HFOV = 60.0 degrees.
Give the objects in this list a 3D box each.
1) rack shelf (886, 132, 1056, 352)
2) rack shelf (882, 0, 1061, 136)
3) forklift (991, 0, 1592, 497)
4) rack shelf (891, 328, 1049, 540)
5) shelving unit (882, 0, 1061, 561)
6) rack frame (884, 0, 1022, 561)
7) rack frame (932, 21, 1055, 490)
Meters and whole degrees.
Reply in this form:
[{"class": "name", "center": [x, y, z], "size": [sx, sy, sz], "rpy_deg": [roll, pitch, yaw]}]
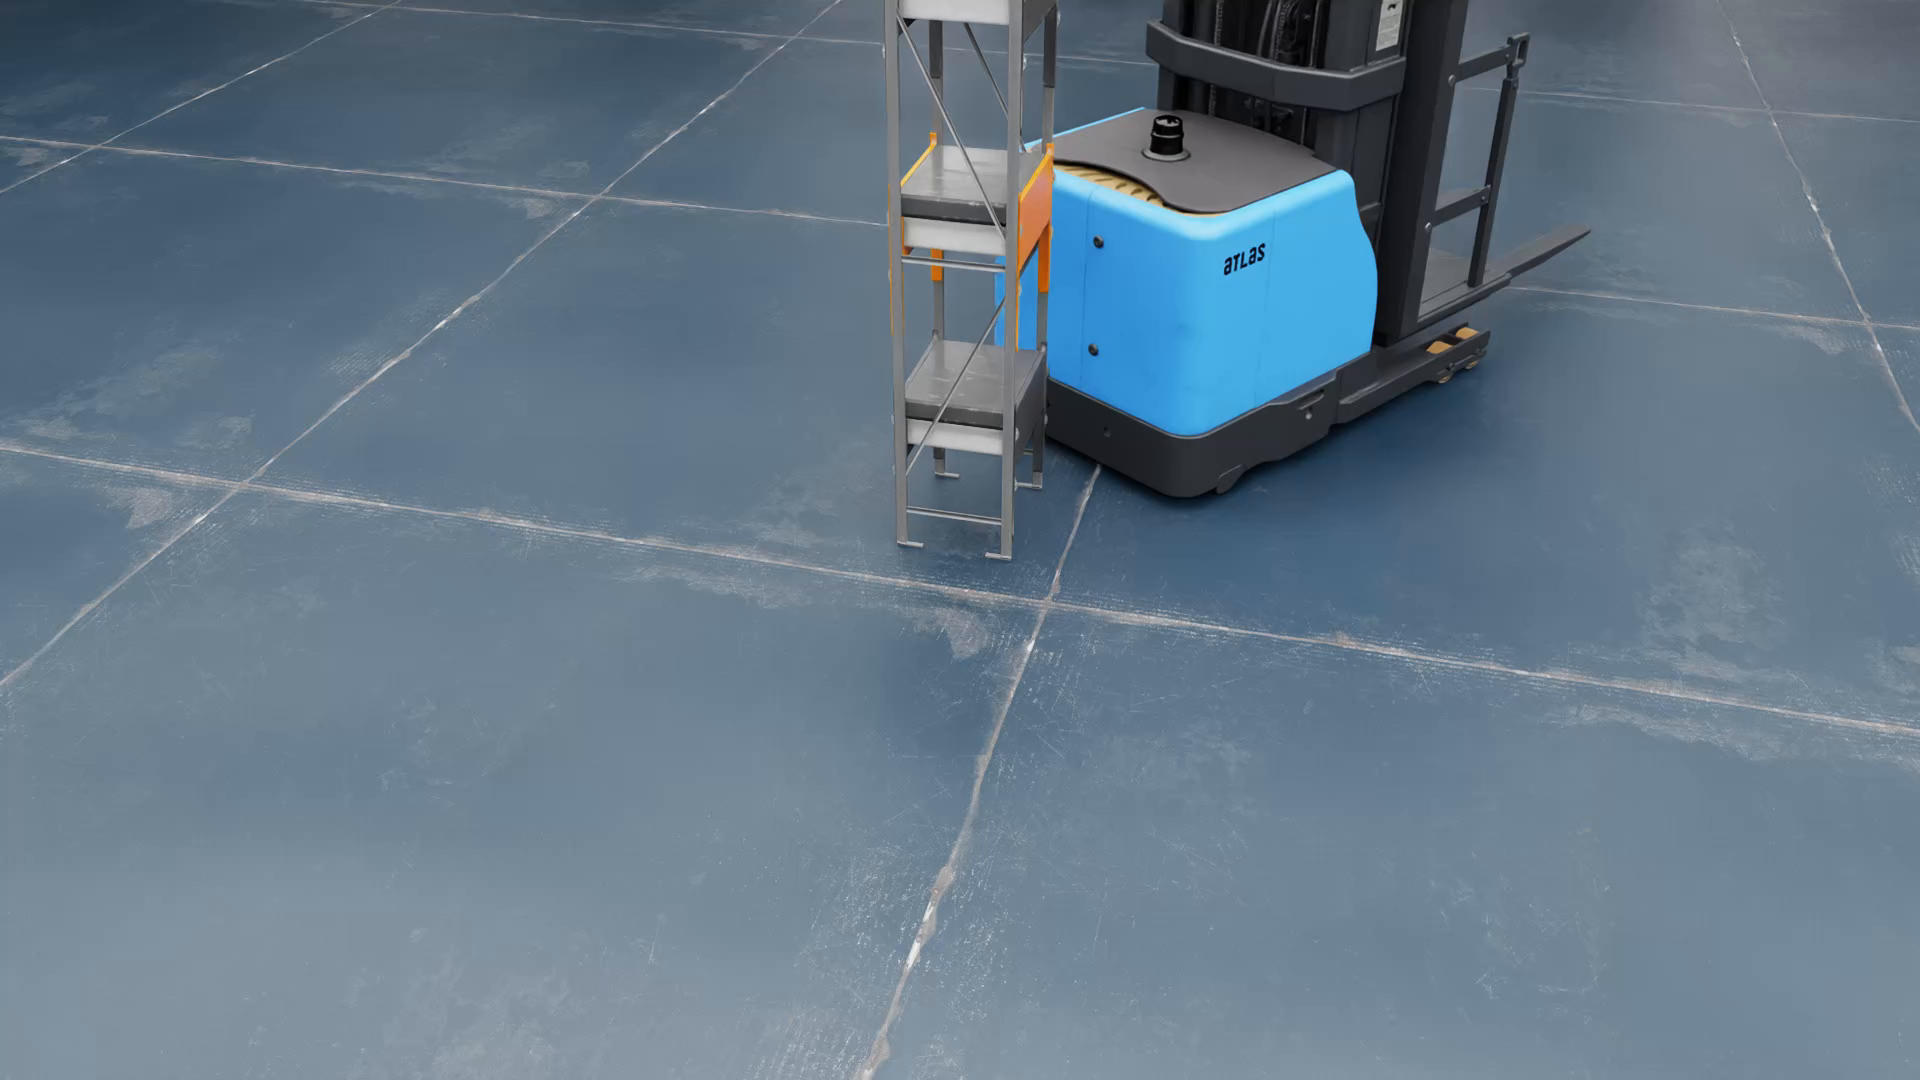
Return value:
[{"class": "rack shelf", "center": [0.042, -0.960, 5.329], "size": [0.431, 0.518, 0.480], "rpy_deg": [8, 33, 12]}, {"class": "rack shelf", "center": [0.042, -1.551, 4.954], "size": [0.431, 0.518, 0.480], "rpy_deg": [8, 33, 12]}, {"class": "forklift", "center": [1.542, -2.058, 6.255], "size": [3.031, 2.935, 1.130], "rpy_deg": [-26, 41, -35]}, {"class": "rack shelf", "center": [0.042, -0.370, 5.705], "size": [0.431, 0.518, 0.480], "rpy_deg": [8, 33, 12]}, {"class": "shelving unit", "center": [0.042, -0.972, 5.322], "size": [0.431, 2.100, 0.503], "rpy_deg": [8, 33, 12]}, {"class": "rack frame", "center": [-0.020, -0.845, 5.123], "size": [0.400, 2.100, 0.015], "rpy_deg": [8, 33, 12]}, {"class": "rack frame", "center": [0.104, -1.099, 5.521], "size": [0.400, 2.100, 0.015], "rpy_deg": [8, 33, 12]}]
